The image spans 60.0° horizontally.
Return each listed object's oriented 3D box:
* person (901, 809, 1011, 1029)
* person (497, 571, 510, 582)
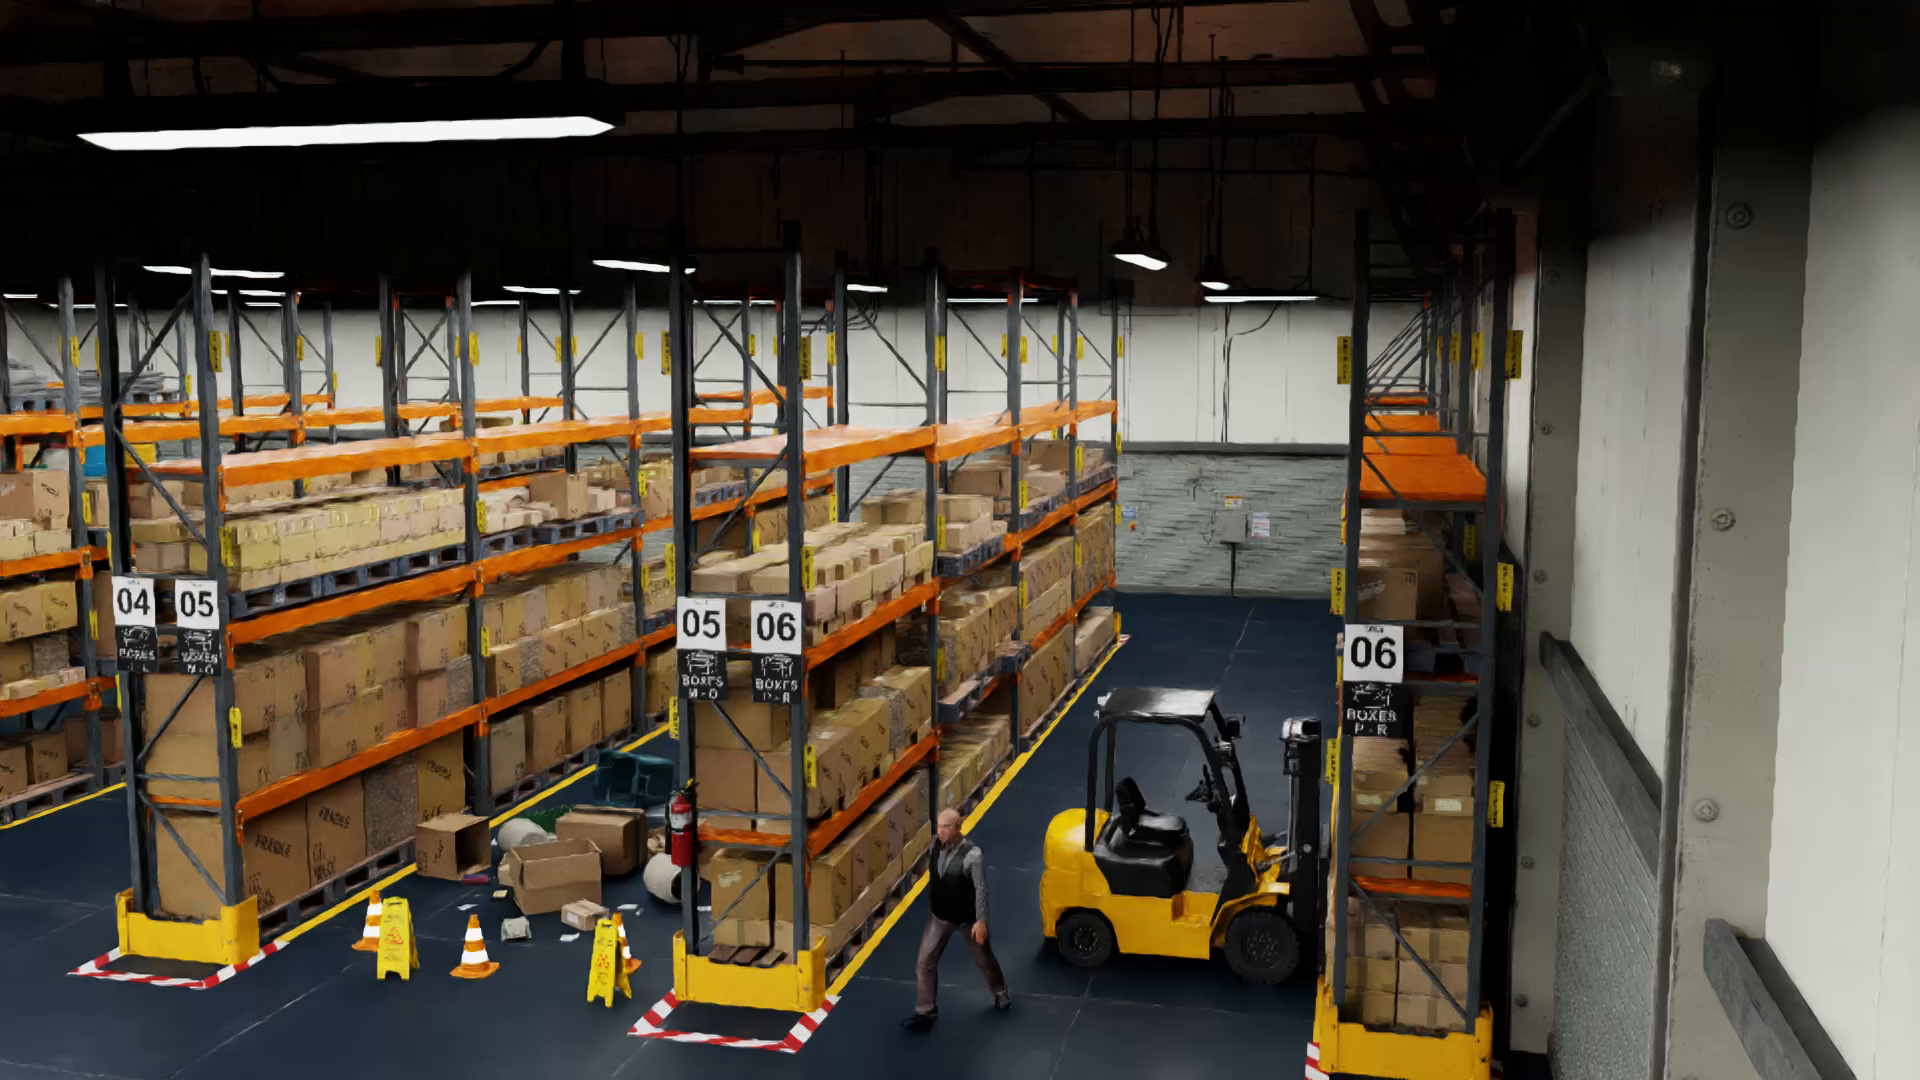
[{"bbox_3d":[-0.001,2.825,12.541,0.571,1.671,0.961,5,8,35],"label":"person"},{"bbox_3d":[-6.950,1.266,25.430,0.522,1.592,0.526,-7,10,-44],"label":"person"}]
